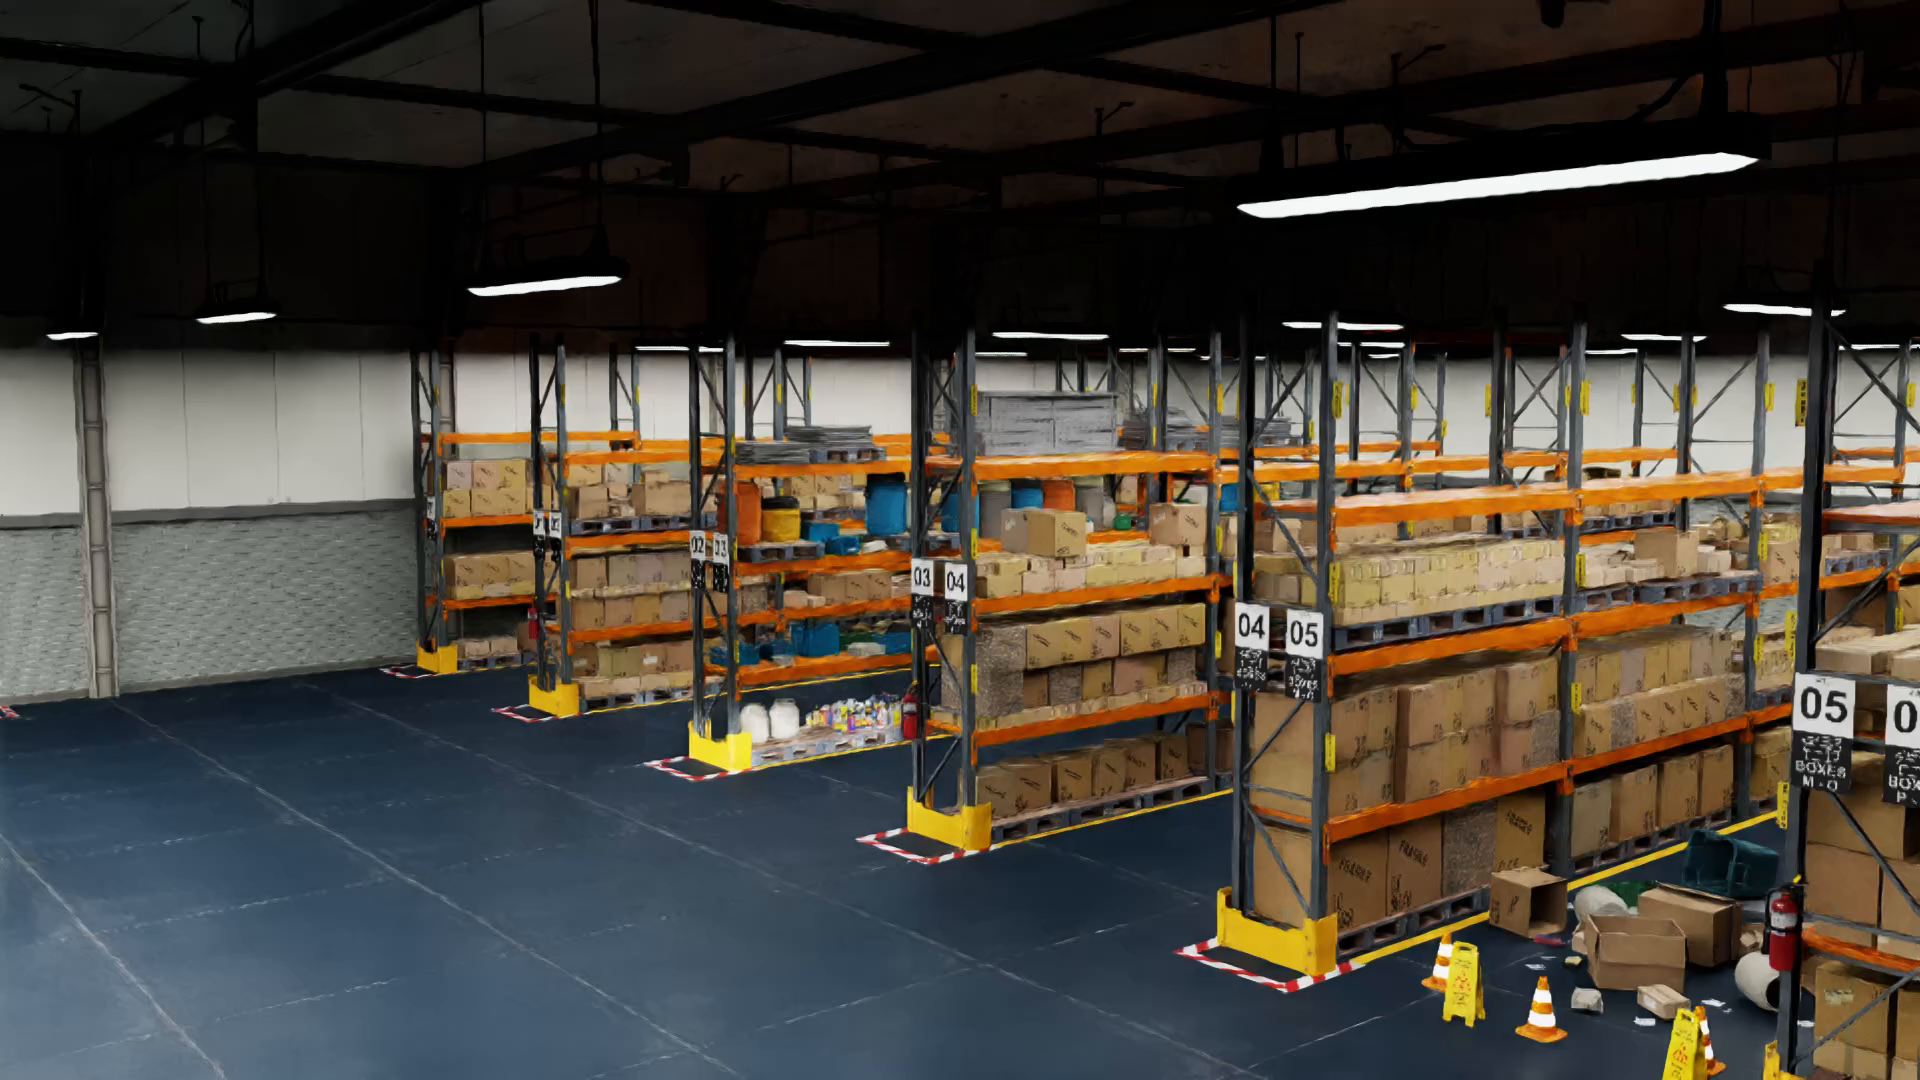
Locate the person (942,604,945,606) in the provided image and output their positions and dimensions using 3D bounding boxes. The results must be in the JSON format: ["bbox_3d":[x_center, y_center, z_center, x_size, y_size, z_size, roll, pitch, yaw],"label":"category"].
[{"bbox_3d":[-0.241,1.266,33.920,0.519,1.541,0.566,-5,7,-42],"label":"person"}]
